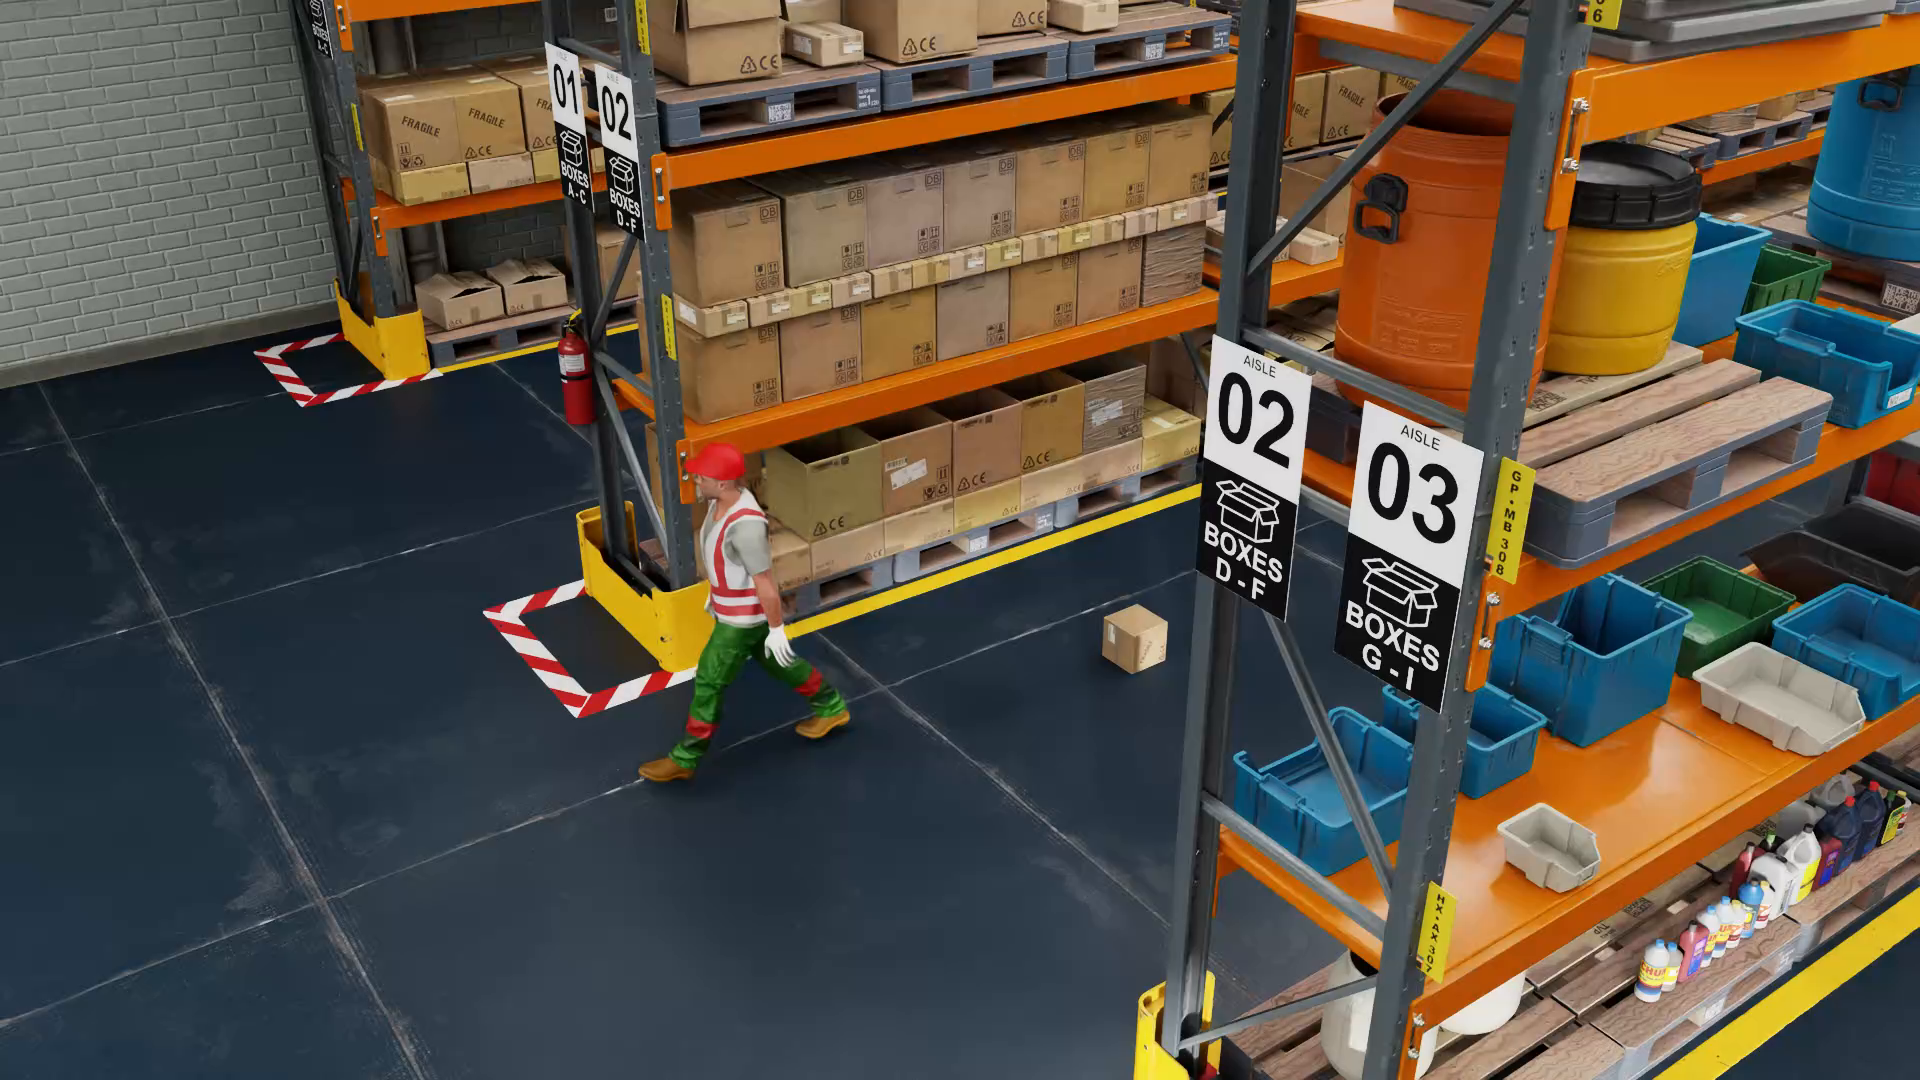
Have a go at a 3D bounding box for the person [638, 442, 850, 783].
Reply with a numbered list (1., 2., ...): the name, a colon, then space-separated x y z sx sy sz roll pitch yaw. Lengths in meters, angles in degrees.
1. person: -1.076 0.335 8.003 1.101 1.732 0.644 -7 29 -13
